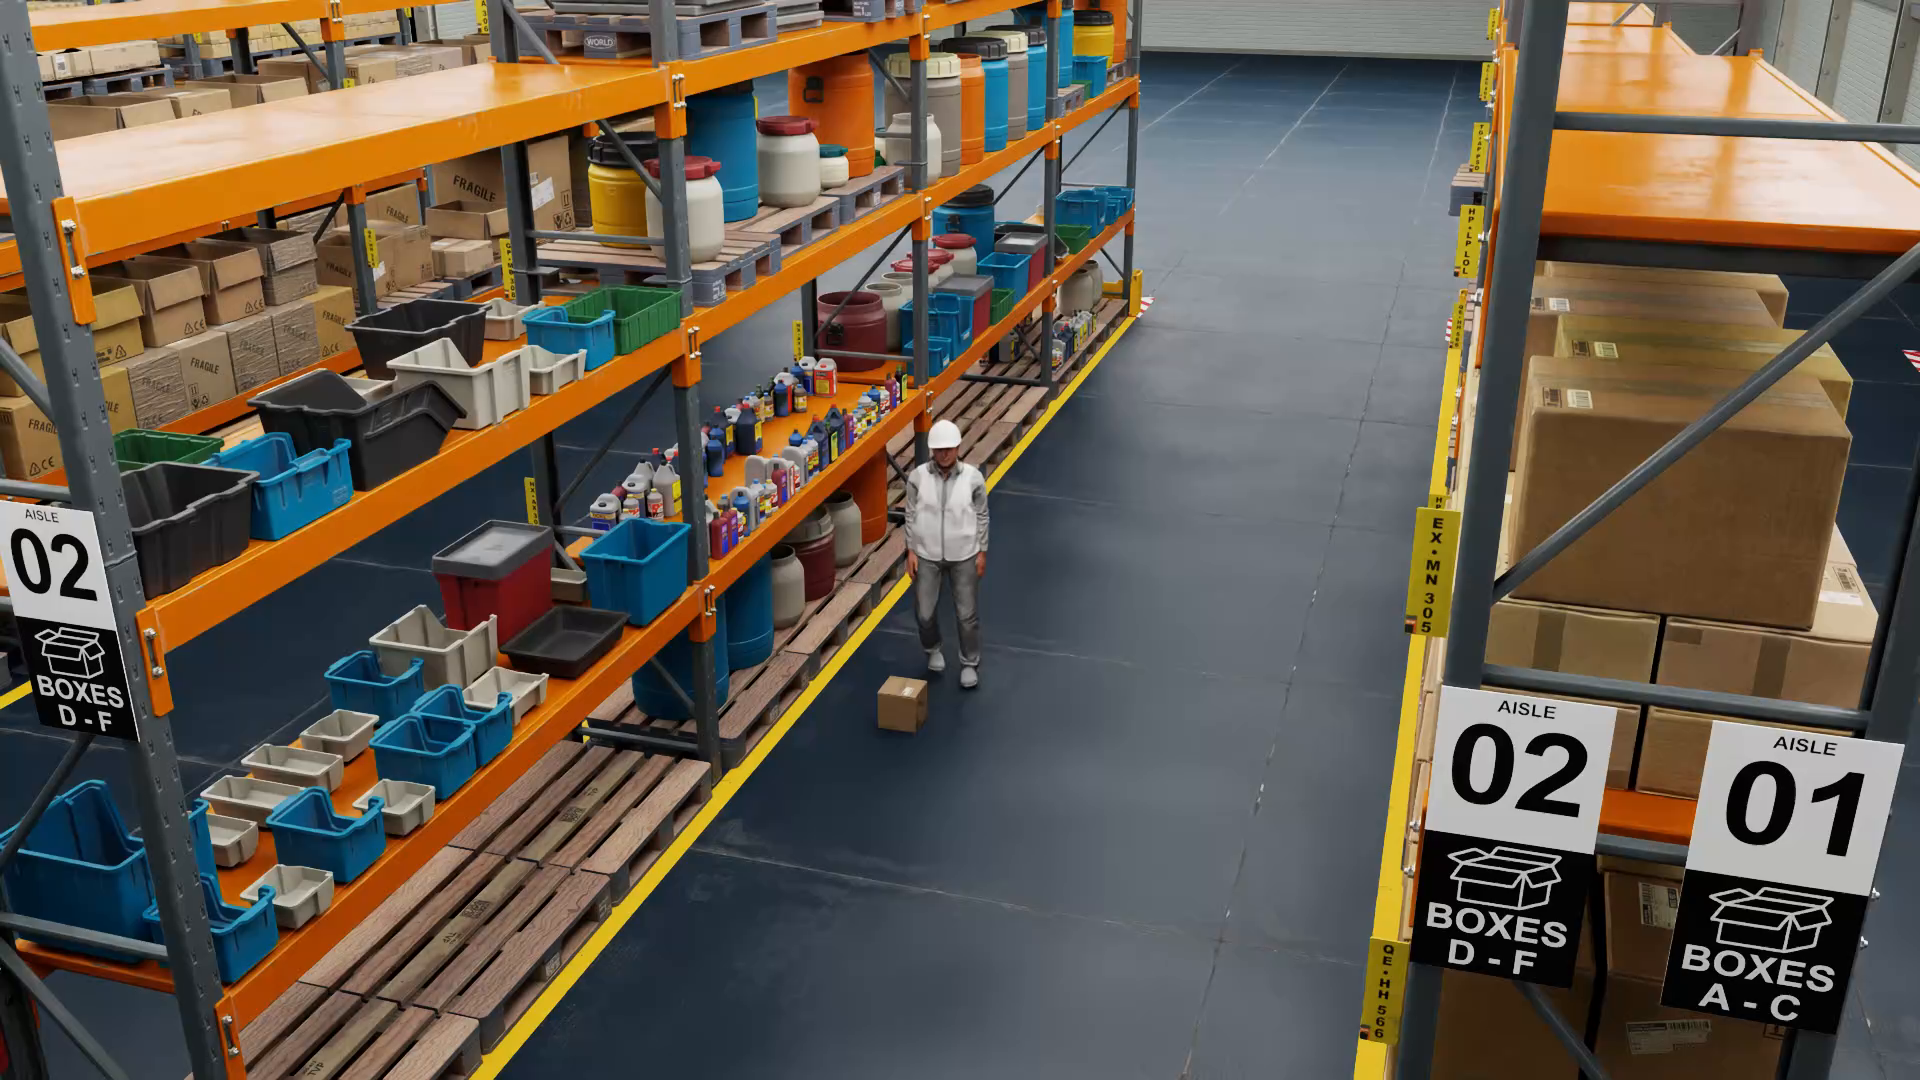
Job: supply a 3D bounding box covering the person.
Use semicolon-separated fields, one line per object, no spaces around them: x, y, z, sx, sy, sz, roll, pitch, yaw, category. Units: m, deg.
-0.087;0.085;10.792;0.548;1.769;0.410;2;22;4;person
